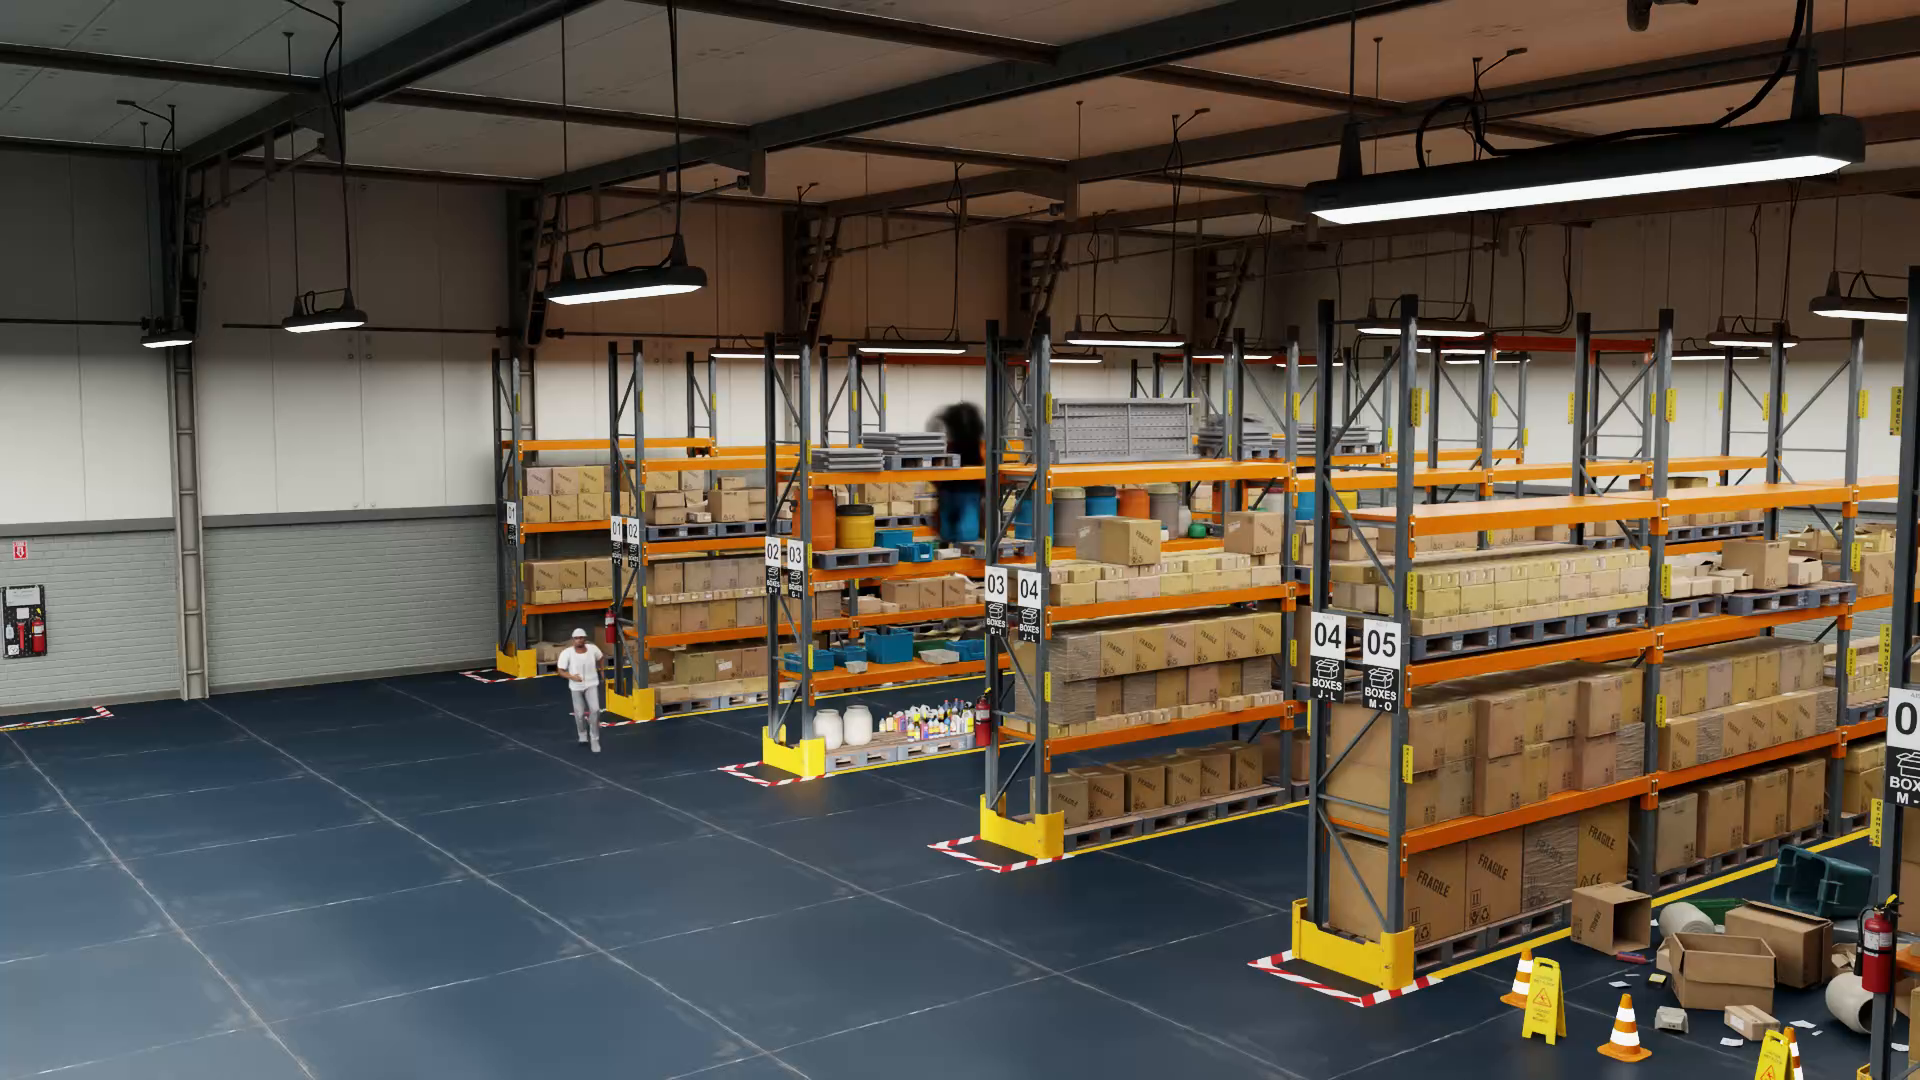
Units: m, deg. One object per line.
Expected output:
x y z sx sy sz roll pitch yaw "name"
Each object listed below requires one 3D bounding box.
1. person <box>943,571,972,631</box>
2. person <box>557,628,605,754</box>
-0.151 1.325 33.724 0.849 1.779 0.659 -4 6 -37 "person"
-5.503 2.167 24.180 0.682 1.796 0.781 -1 5 -16 "person"
